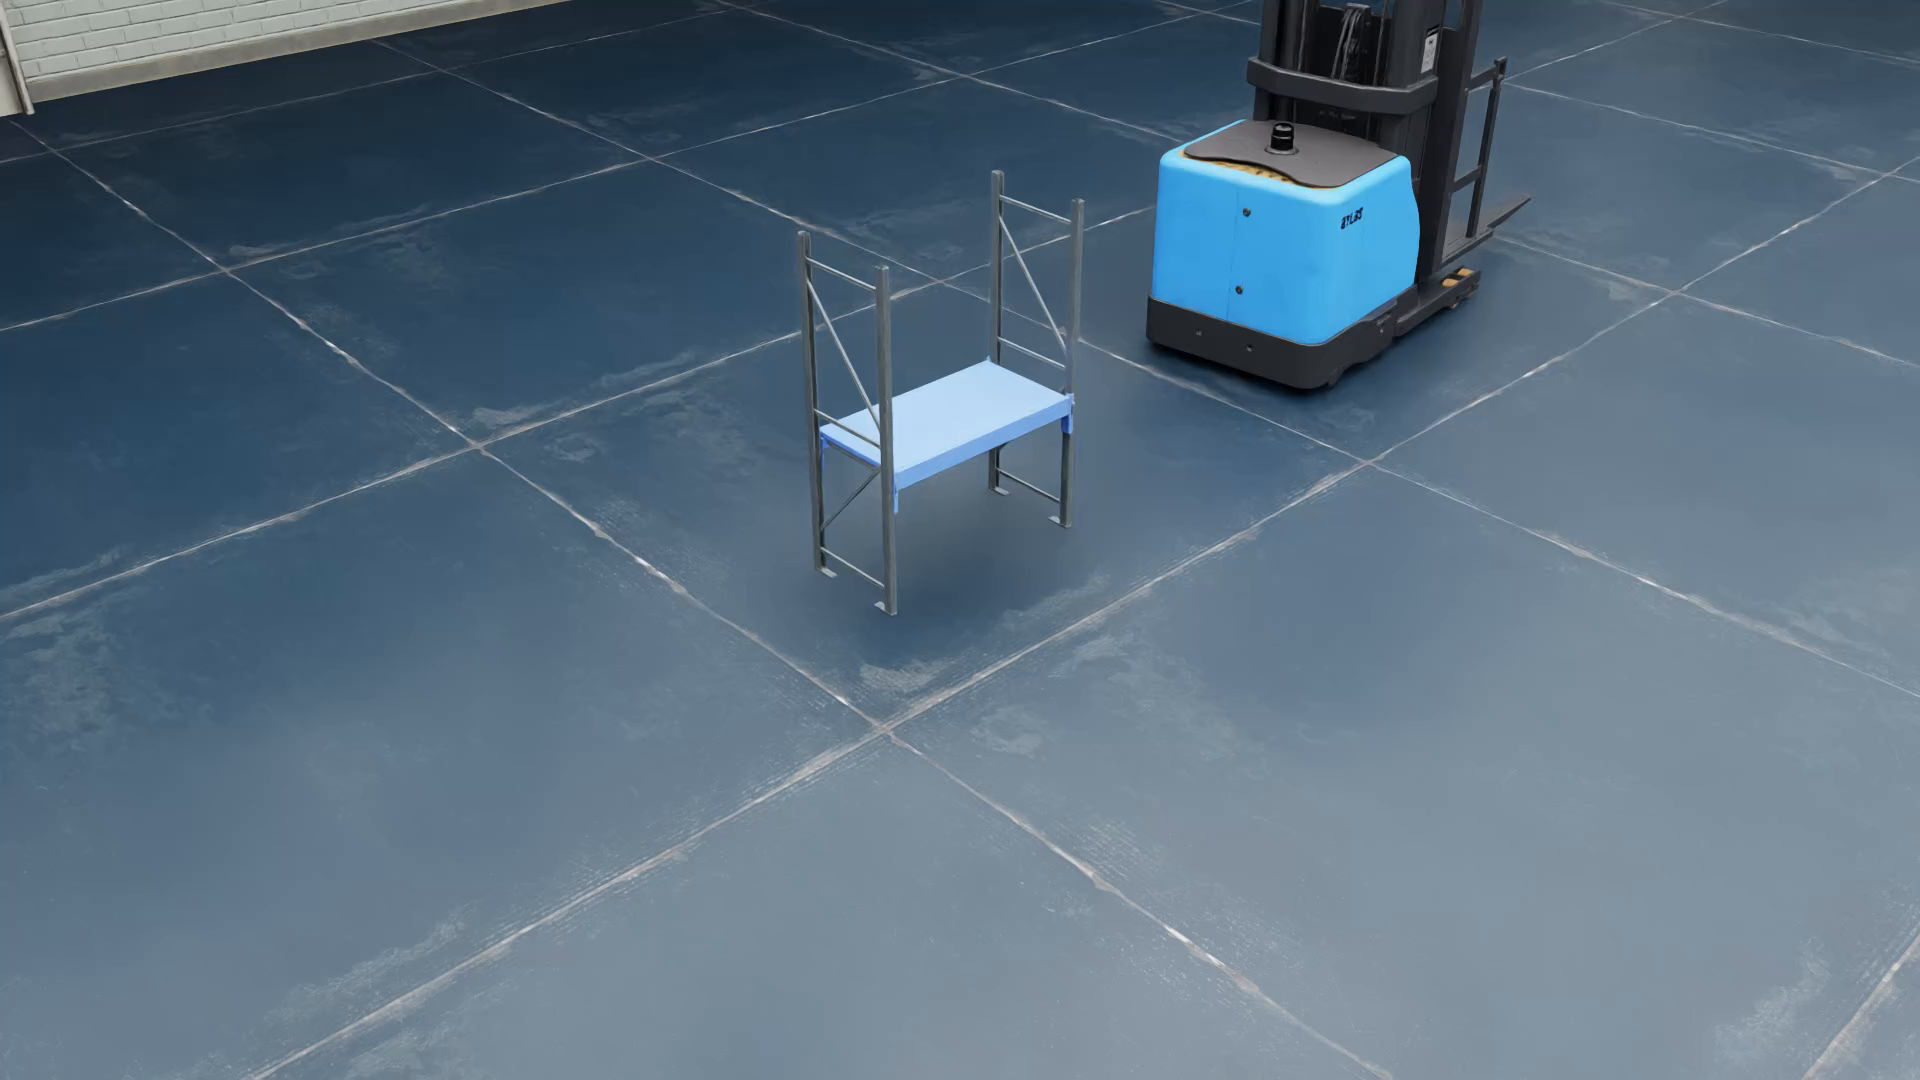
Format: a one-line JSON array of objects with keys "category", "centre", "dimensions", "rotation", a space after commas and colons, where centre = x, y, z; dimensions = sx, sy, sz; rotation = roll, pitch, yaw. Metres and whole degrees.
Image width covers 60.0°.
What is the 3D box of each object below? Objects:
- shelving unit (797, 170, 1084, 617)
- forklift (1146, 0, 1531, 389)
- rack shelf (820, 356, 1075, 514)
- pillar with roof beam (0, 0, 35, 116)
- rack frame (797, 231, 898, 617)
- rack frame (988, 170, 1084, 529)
[{"category": "shelving unit", "centre": [-0.063, -0.610, 6.809], "dimensions": [1.048, 1.500, 0.538], "rotation": [-26, 40, -35]}, {"category": "forklift", "centre": [2.322, -2.706, 8.866], "dimensions": [1.130, 2.935, 3.031], "rotation": [23, 39, 33]}, {"category": "rack shelf", "centre": [-0.063, -0.456, 6.903], "dimensions": [1.000, 0.185, 0.538], "rotation": [-26, 40, -35]}, {"category": "pillar with roof beam", "centre": [-4.272, -5.389, 7.437], "dimensions": [0.400, 9.000, 9.100], "rotation": [-26, 40, -35]}, {"category": "rack frame", "centre": [-0.435, -0.429, 6.514], "dimensions": [0.032, 1.500, 0.500], "rotation": [-26, 40, -35]}, {"category": "rack frame", "centre": [0.310, -0.790, 7.104], "dimensions": [0.032, 1.500, 0.500], "rotation": [-26, 40, -35]}]
